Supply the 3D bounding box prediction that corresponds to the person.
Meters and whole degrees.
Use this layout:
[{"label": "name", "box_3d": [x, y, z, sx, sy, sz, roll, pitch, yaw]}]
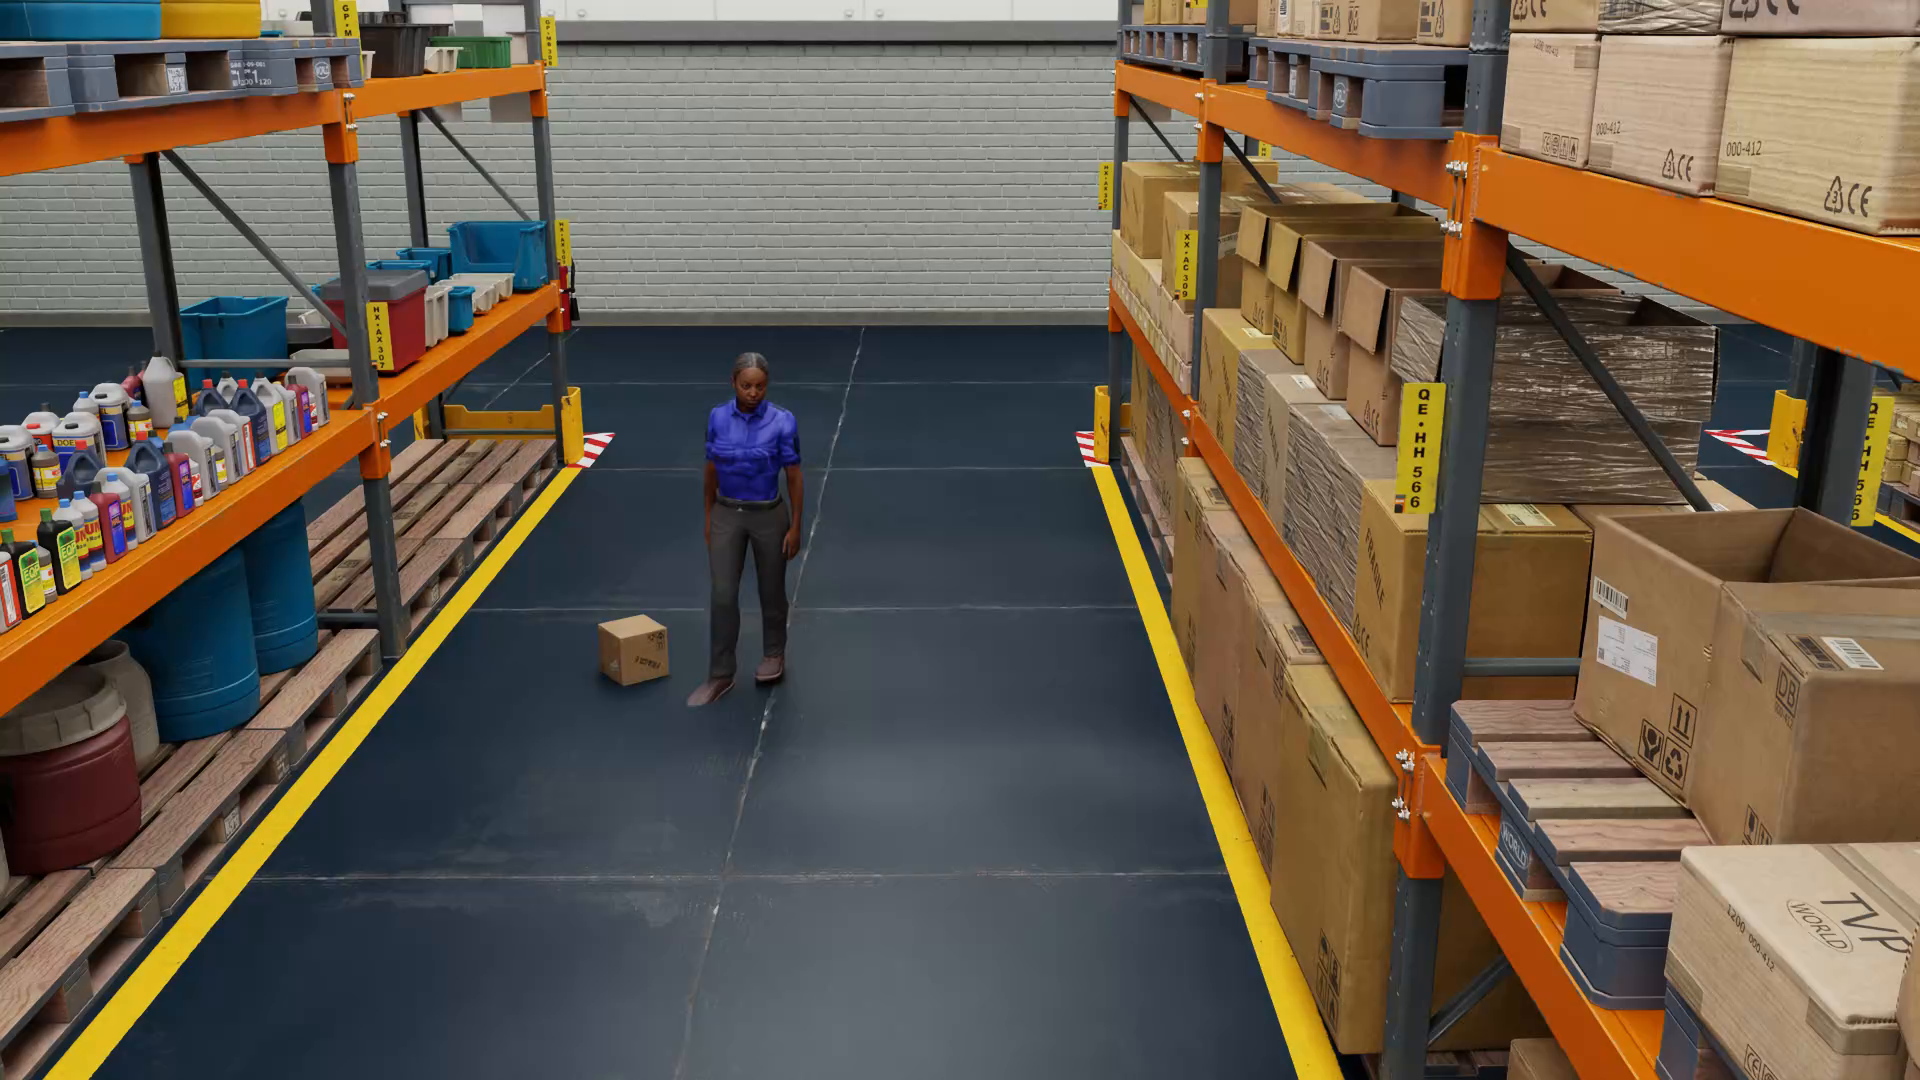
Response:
[{"label": "person", "box_3d": [-1.003, -0.060, 7.812, 0.572, 1.711, 0.540, 1, 17, 3]}]
